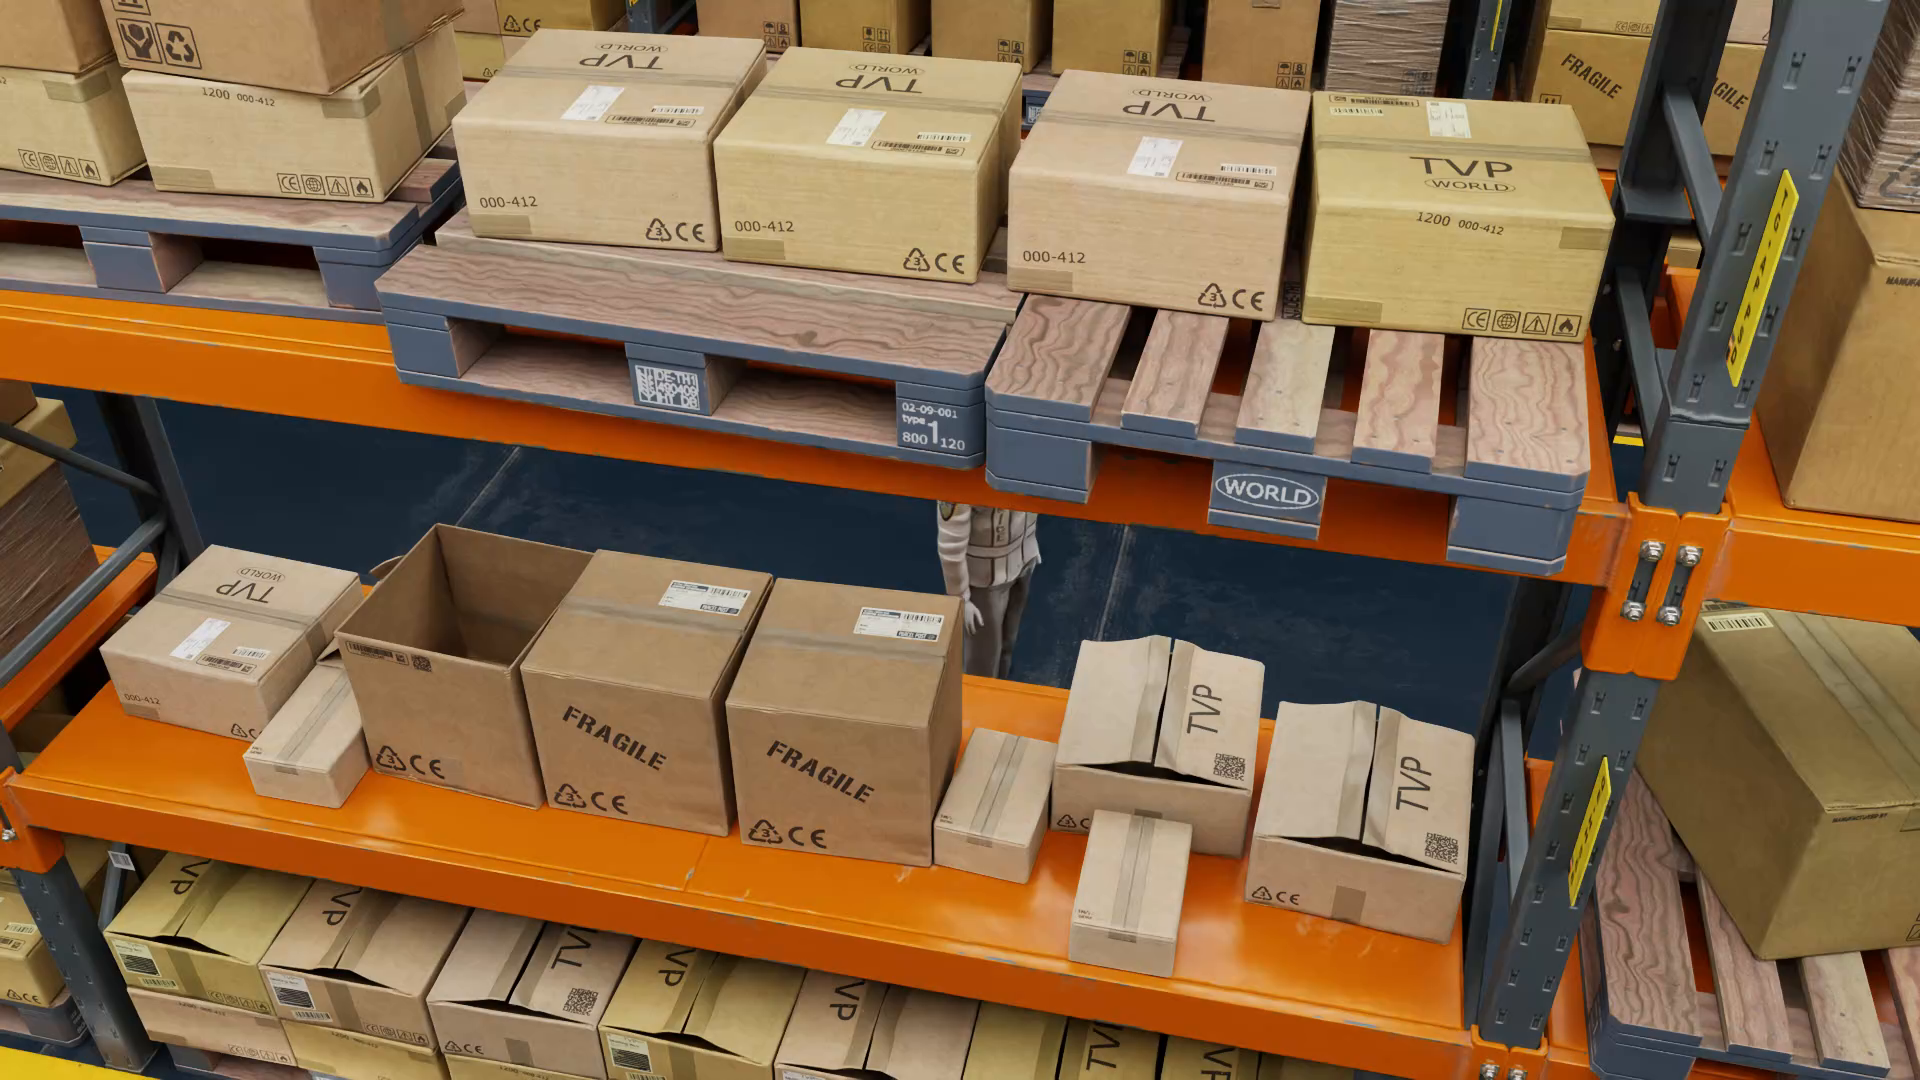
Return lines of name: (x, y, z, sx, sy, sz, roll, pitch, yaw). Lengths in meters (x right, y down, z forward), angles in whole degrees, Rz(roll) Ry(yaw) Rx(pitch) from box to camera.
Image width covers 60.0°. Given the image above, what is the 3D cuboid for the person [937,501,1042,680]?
person: (0.089, 0.122, 5.952, 0.365, 1.698, 0.635, 20, 41, 24)
